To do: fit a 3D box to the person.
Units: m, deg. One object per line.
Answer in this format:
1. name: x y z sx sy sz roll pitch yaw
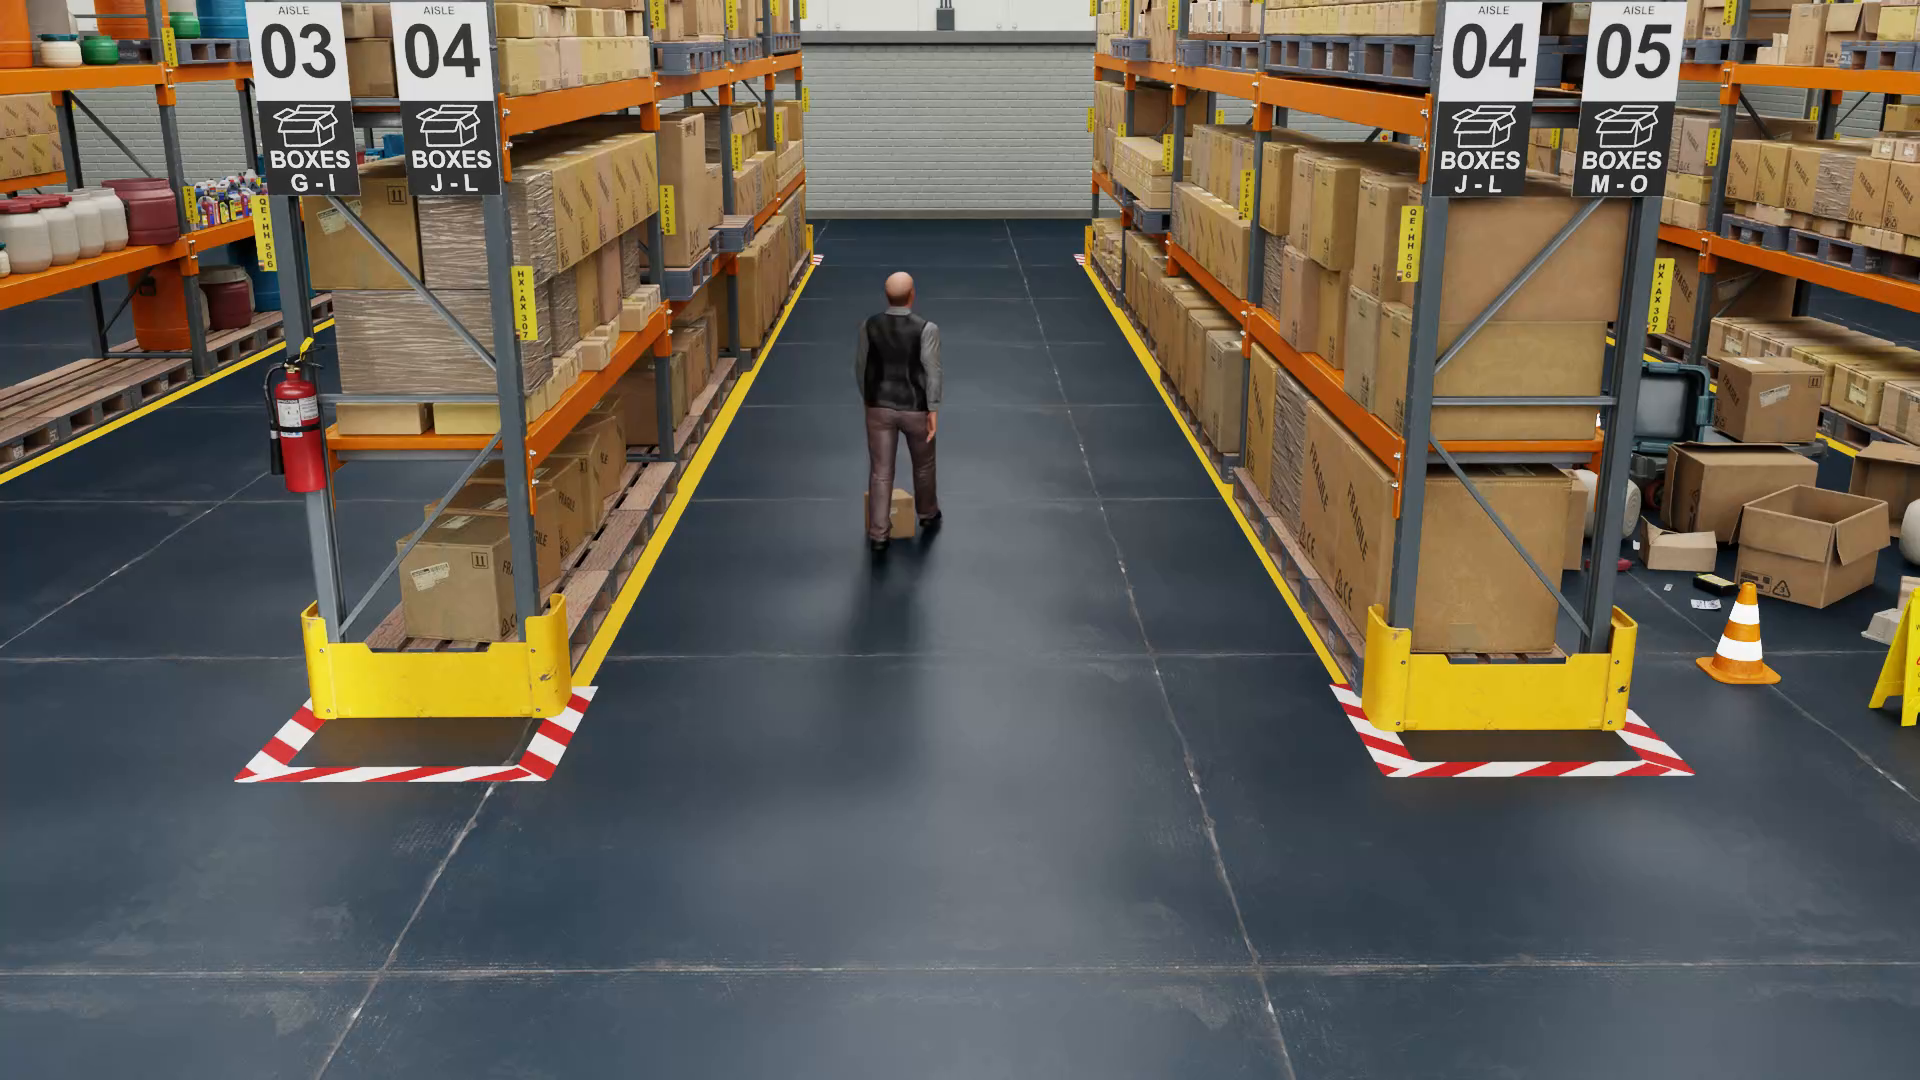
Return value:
1. person: -0.368 -0.819 10.239 0.567 1.666 1.058 2 17 7
